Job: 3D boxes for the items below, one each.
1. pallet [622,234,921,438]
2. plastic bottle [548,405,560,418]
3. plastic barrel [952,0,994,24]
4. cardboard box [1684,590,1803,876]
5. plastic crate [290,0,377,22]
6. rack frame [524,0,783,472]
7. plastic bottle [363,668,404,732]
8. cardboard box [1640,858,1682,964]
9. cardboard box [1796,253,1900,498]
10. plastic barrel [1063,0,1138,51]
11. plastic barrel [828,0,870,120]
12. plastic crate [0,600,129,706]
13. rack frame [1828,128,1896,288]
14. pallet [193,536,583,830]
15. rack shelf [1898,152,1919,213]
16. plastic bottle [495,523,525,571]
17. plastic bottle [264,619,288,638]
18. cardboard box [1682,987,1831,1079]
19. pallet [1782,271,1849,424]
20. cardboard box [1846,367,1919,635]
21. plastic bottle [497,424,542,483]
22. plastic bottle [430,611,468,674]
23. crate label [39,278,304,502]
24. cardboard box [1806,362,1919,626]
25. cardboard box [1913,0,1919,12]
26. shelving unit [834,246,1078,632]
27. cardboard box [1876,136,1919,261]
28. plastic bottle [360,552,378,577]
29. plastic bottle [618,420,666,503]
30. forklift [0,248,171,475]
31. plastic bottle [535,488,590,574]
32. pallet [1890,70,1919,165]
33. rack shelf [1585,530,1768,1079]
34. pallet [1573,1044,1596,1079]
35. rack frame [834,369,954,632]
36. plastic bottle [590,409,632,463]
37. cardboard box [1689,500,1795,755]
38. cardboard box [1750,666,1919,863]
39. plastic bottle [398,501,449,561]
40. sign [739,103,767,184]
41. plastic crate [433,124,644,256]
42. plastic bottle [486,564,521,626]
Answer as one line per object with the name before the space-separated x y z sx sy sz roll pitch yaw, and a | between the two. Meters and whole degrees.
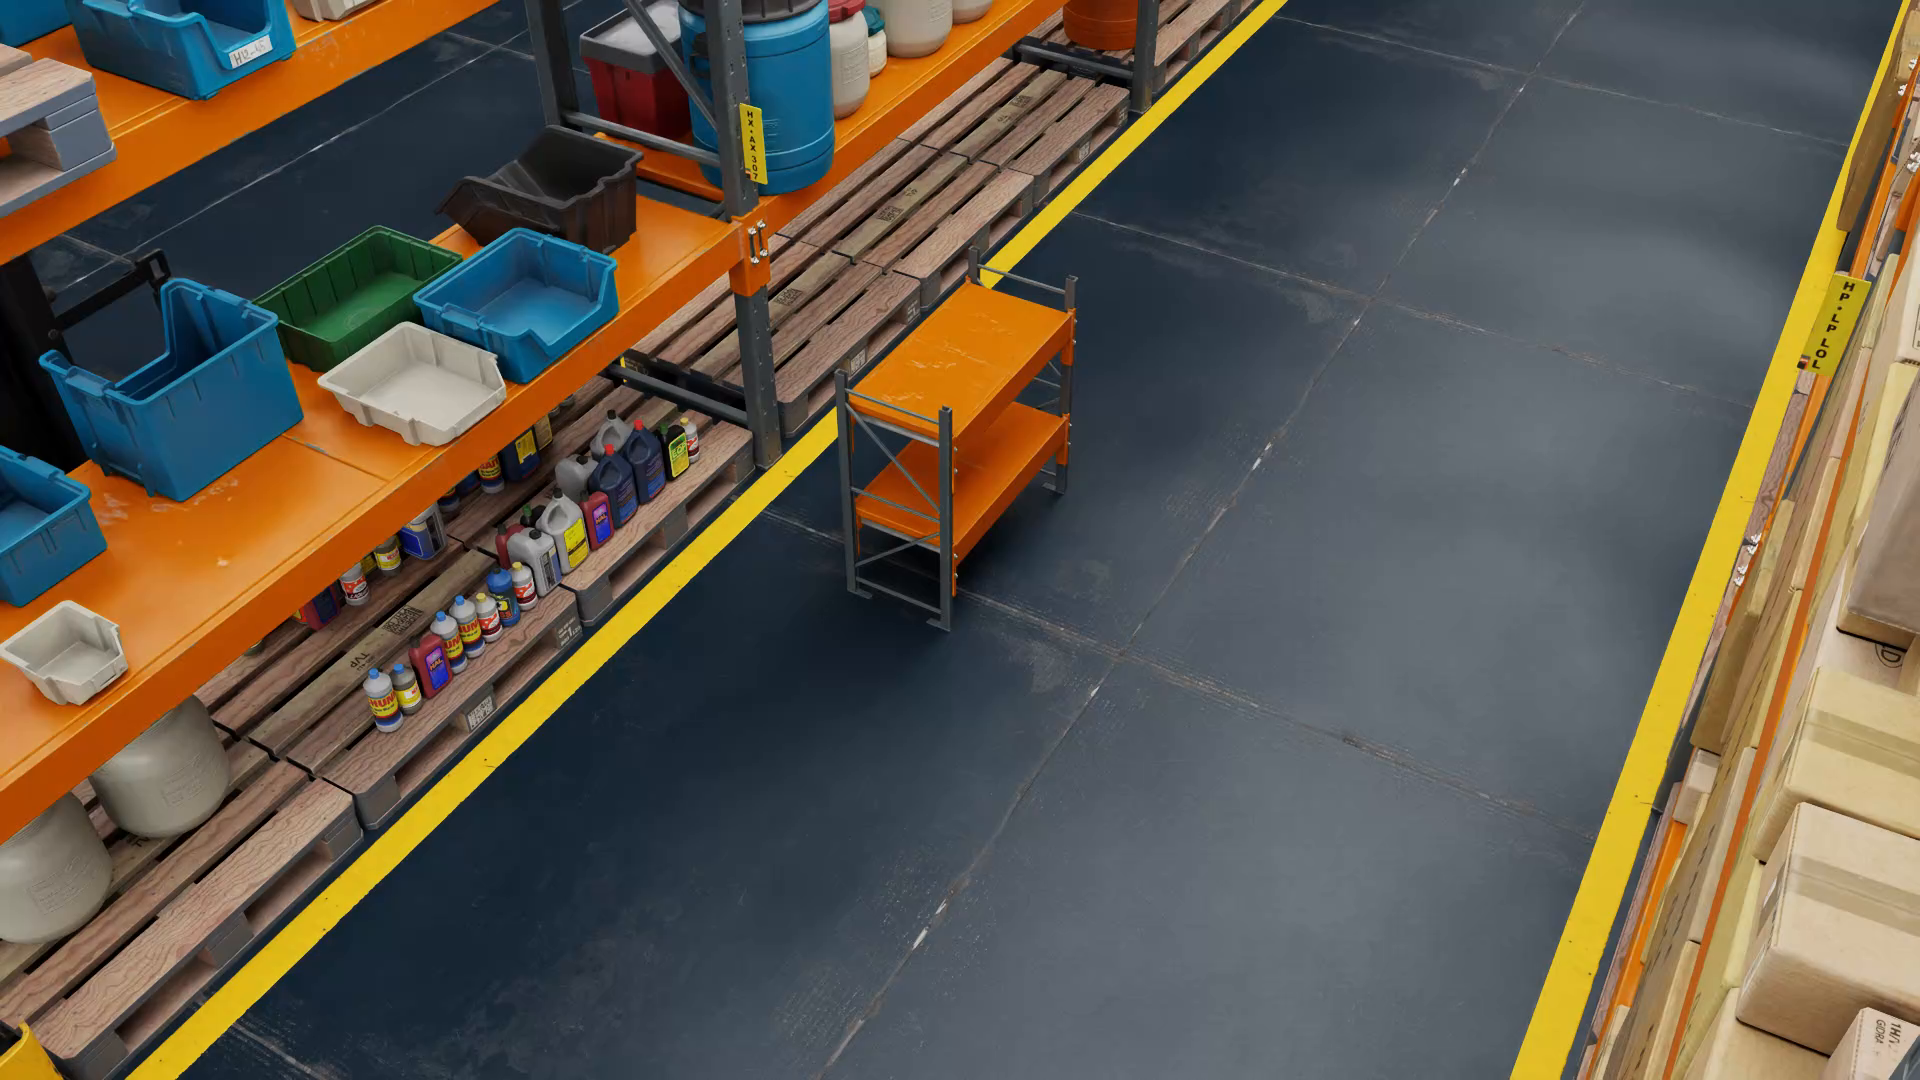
pallet | -0.923 -1.055 8.288 1.003 0.211 1.213 21 45 22
plastic bottle | -1.872 -0.659 7.513 0.097 0.201 0.097 0 41 0
plastic barrel | -0.030 -2.833 8.094 0.433 0.535 0.433 0 41 0
cardboard box | 1.820 0.510 3.344 0.500 0.500 0.500 21 45 22
plastic crate | -1.736 -1.614 4.743 0.243 0.136 0.396 21 45 22
rack frame | -1.282 -1.639 6.842 1.000 3.000 0.127 21 45 22
plastic bottle | -2.107 0.574 6.060 0.097 0.271 0.097 0 41 0
cardboard box | 1.899 0.979 4.059 0.380 0.149 0.250 21 45 22
cardboard box | 2.561 -0.352 4.323 0.500 0.500 0.500 21 45 22
plastic barrel | 0.949 -3.557 10.344 0.600 0.830 0.708 21 45 22
plastic barrel | -0.614 -2.165 7.336 0.433 0.535 0.433 0 41 0
plastic crate | -2.558 0.343 4.791 0.298 0.136 0.250 21 45 22
rack frame | 5.007 -2.290 7.581 1.000 3.000 0.127 21 45 22
pallet | -2.264 0.478 6.547 1.003 0.211 1.213 21 45 22
rack shelf | 4.007 -2.002 5.528 1.077 0.370 4.000 21 45 22
plastic bottle | -1.790 0.030 6.669 0.061 0.283 0.133 21 45 22
plastic bottle | -2.702 0.235 6.436 0.061 0.283 0.133 22 46 23
cardboard box | 1.025 0.858 1.850 0.500 0.250 0.500 22 46 23
pallet | 4.615 -0.797 7.995 1.003 0.211 1.213 21 45 22
cardboard box | 1.561 -0.146 2.197 0.500 0.500 0.500 21 45 22
plastic bottle | -1.921 -0.438 7.149 0.144 0.351 0.185 21 45 22
plastic bottle | -1.935 0.378 6.283 0.097 0.271 0.097 0 41 0
crate label | -2.597 -0.507 5.529 0.502 0.435 0.616 21 45 22
cardboard box | 1.784 -0.009 2.834 0.500 0.250 0.500 20 45 21
cardboard box | 5.824 -2.546 9.161 1.225 0.875 0.875 21 46 22
shelving unit | 0.003 -0.426 6.883 0.538 1.125 1.048 21 45 22
cardboard box | 3.793 -1.220 5.970 0.797 0.503 0.637 26 47 26
plastic bottle | -2.446 -0.028 6.684 0.144 0.351 0.185 23 46 24
plastic bottle | -1.355 -0.347 7.045 0.144 0.351 0.185 20 45 21
forklift | -3.711 -1.188 6.381 1.130 2.935 3.031 20 45 21
plastic bottle | -1.613 -0.052 6.711 0.144 0.351 0.185 21 45 22
pallet | 4.743 -1.775 7.141 1.213 0.211 1.003 21 45 22
rack shelf | 2.005 1.413 3.920 1.077 0.370 4.000 21 45 22
pallet | 2.091 2.142 4.658 1.003 0.211 1.213 21 45 22
rack frame | -0.251 -0.135 6.552 0.500 1.125 0.032 21 45 22
plastic bottle | -1.480 -0.394 7.100 0.144 0.351 0.185 21 45 22
cardboard box | 2.446 0.361 4.270 0.875 0.500 0.500 21 45 22
cardboard box | 1.252 0.352 2.123 0.380 0.149 0.250 21 46 22
plastic bottle | -2.212 -0.072 6.790 0.152 0.276 0.135 21 45 22
sign | -0.812 -1.555 6.537 0.100 0.325 0.005 21 45 22
plastic crate | -1.655 -1.359 6.570 0.767 0.338 0.504 21 45 22
plastic bottle | -1.784 0.204 6.480 0.097 0.271 0.097 0 41 0
